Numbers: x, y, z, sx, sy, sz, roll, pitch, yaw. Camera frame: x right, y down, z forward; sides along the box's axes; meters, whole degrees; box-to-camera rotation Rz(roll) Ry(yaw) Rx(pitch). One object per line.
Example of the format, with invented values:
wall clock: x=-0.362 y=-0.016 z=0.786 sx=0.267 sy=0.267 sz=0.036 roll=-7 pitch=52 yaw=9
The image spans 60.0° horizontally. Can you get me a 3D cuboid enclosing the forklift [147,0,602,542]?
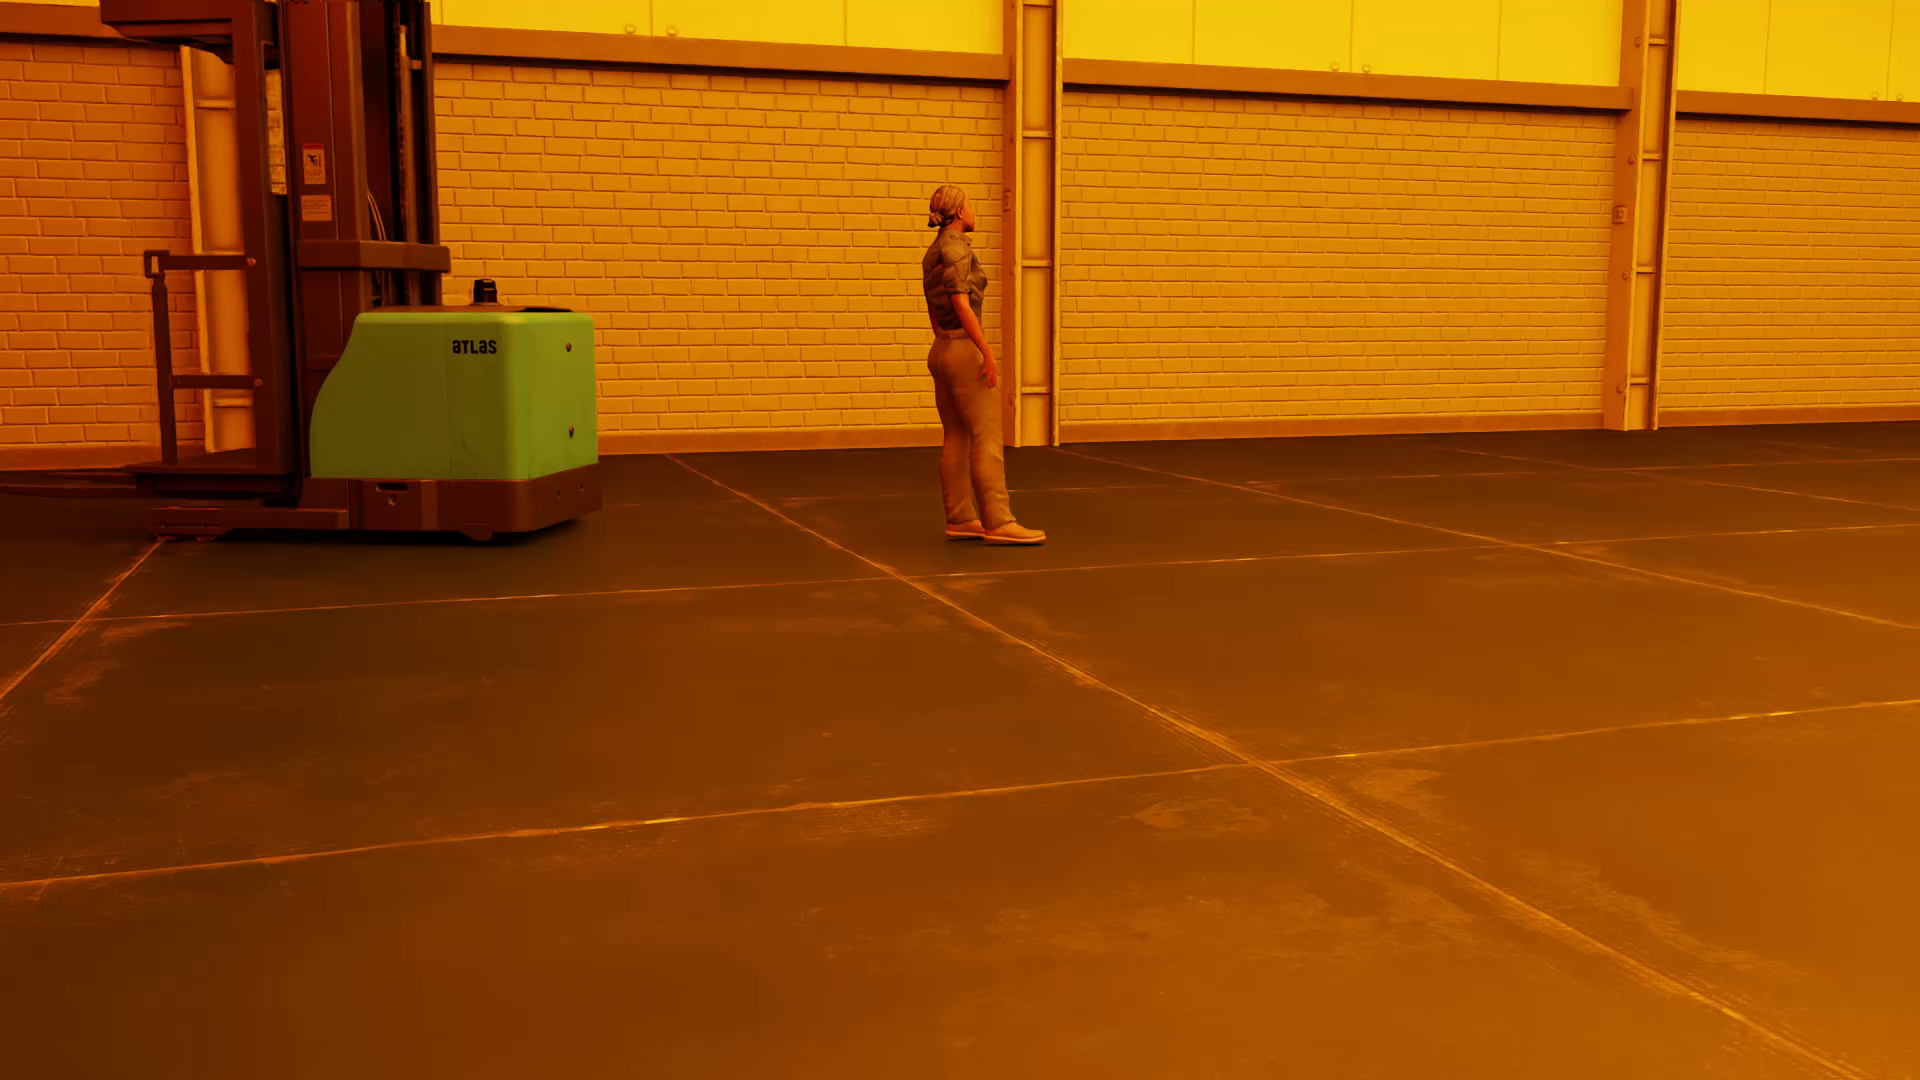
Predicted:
forklift: x=-3.404 y=-1.512 z=8.169 sx=3.031 sy=2.935 sz=1.130 roll=1 pitch=8 yaw=8

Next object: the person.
person: x=0.089 y=-0.828 z=7.821 sx=0.504 sy=1.654 sz=0.570 roll=-3 pitch=8 yaw=-18
